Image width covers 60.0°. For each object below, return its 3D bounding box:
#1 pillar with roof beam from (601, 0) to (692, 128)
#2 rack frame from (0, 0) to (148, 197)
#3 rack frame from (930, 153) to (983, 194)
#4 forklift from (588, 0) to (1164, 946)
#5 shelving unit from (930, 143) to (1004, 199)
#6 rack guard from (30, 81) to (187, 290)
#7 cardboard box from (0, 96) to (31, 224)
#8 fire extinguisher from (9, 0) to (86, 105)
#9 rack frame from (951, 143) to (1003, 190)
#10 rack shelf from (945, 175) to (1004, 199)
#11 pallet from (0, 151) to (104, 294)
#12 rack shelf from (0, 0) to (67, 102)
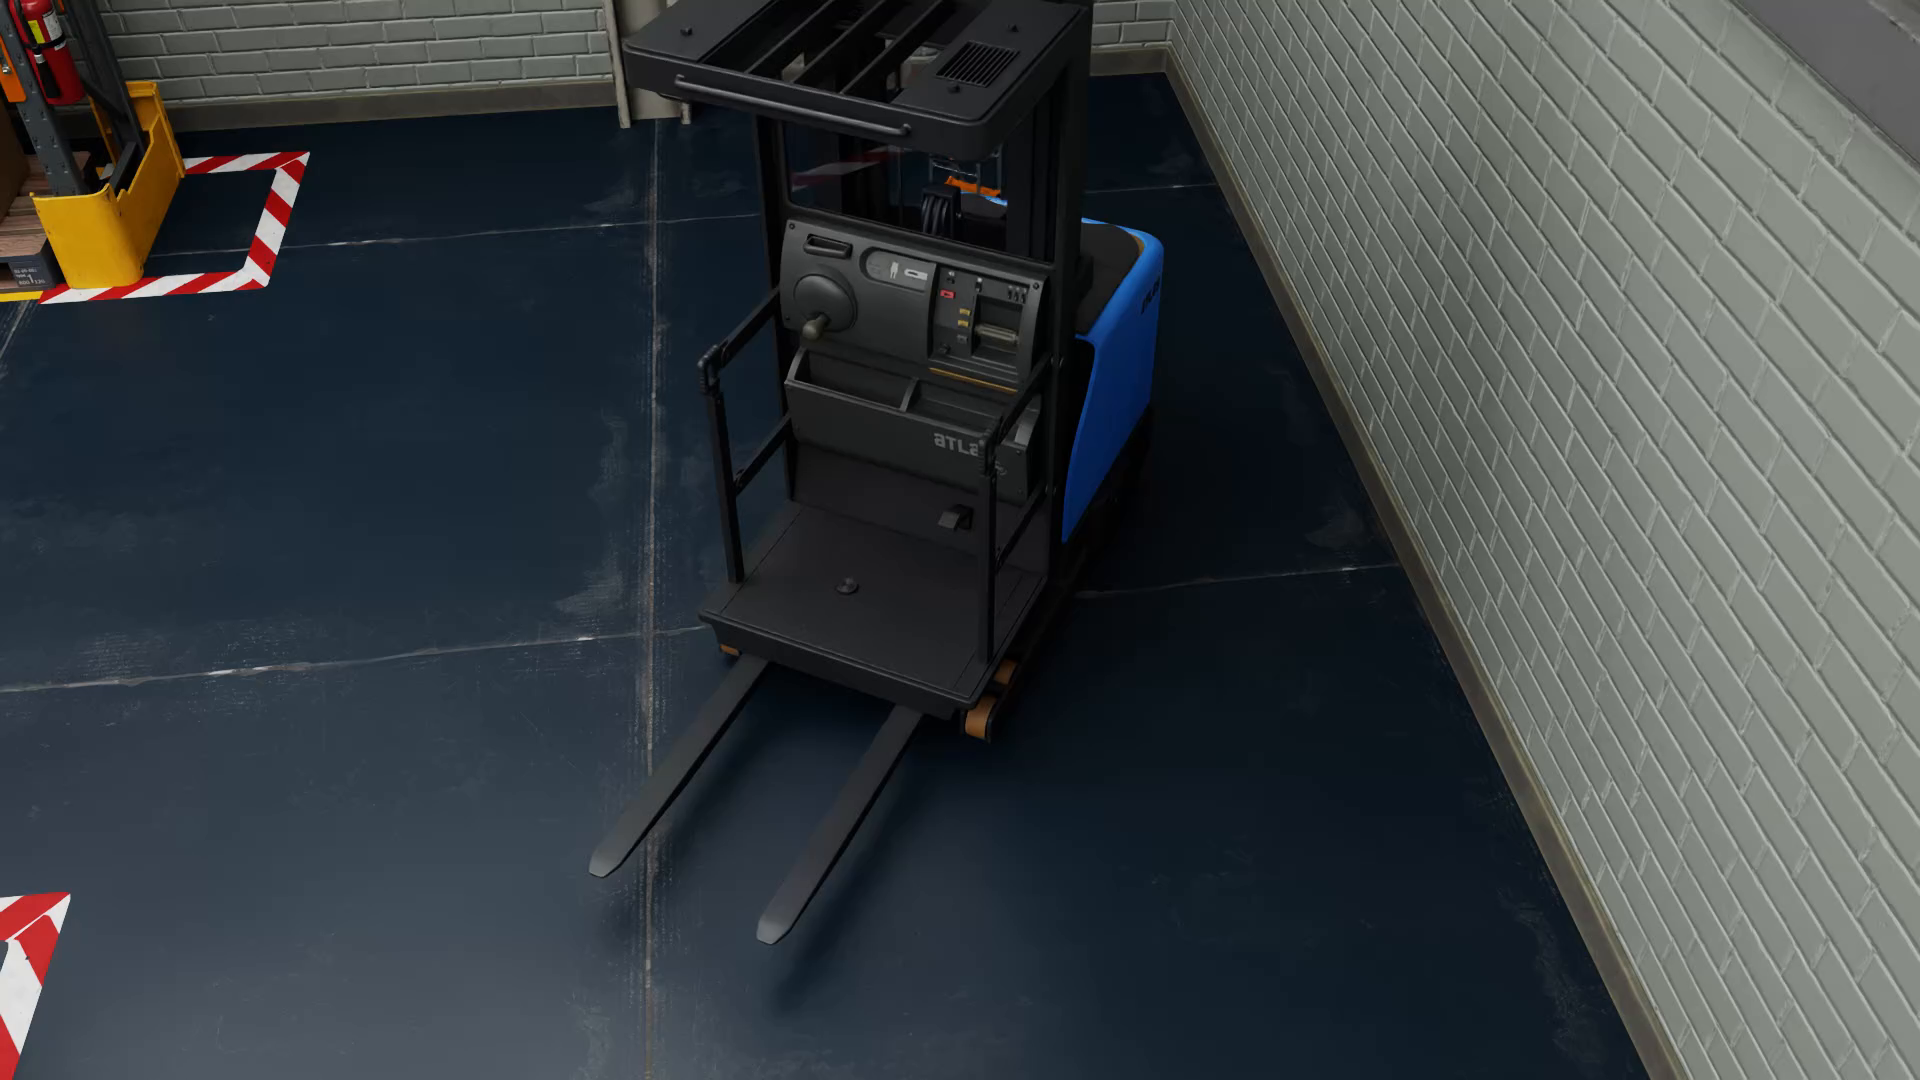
[{"bbox_3d":[-1.165,-2.908,3.255,0.400,9.000,9.100,-5,42,-6],"label":"pillar with roof beam"},{"bbox_3d":[-4.288,-2.730,7.537,0.127,3.000,1.000,-5,42,-6],"label":"rack frame"},{"bbox_3d":[-0.015,-1.122,7.097,0.240,1.200,0.006,20,45,21],"label":"rack frame"},{"bbox_3d":[-0.255,-0.708,5.346,1.130,2.935,3.031,17,45,18],"label":"forklift"},{"bbox_3d":[0.028,-1.176,7.157,0.258,1.200,0.189,20,45,21],"label":"shelving unit"},{"bbox_3d":[-4.264,-1.804,8.377,0.348,0.500,1.175,-5,42,-6],"label":"rack guard"},{"bbox_3d":[-4.969,-1.831,8.093,0.500,0.500,0.700,-5,42,-6],"label":"cardboard box"},{"bbox_3d":[-4.078,-2.269,7.363,0.183,0.674,0.296,-5,42,-6],"label":"fire extinguisher"},{"bbox_3d":[0.071,-1.230,7.217,0.240,1.200,0.006,20,45,21],"label":"rack frame"},{"bbox_3d":[0.027,-1.411,6.946,0.258,0.103,0.180,20,45,21],"label":"rack shelf"},{"bbox_3d":[-5.071,-1.573,8.337,1.213,0.211,1.003,-5,42,-6],"label":"pallet"},{"bbox_3d":[-6.271,-2.289,7.586,4.000,0.370,1.077,-5,42,-6],"label":"rack shelf"}]
